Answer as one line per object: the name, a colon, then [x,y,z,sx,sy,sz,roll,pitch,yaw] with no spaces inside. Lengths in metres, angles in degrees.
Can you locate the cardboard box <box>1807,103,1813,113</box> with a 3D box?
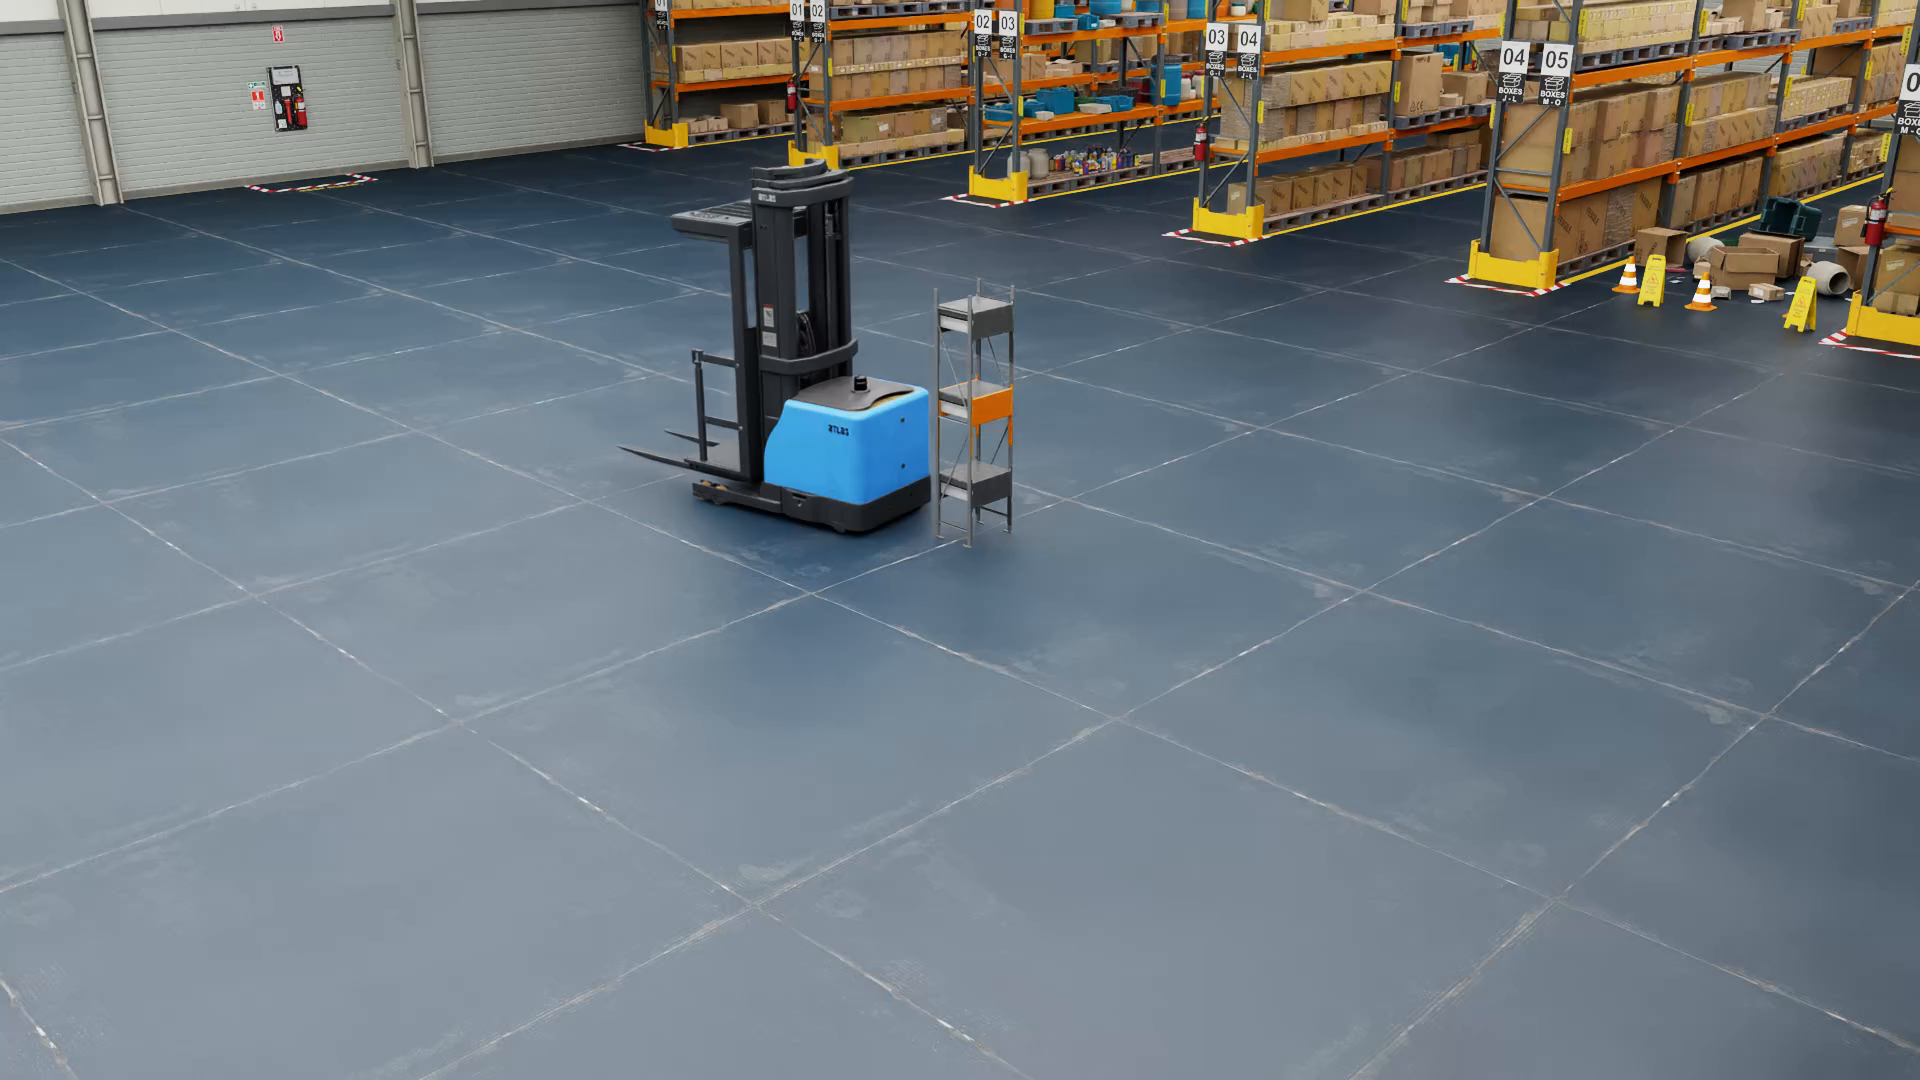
cardboard box: [14.655,-7.556,29.045,0.250,0.149,0.380,-20,29,-41]

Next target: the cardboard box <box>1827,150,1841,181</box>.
cardboard box: [15.729,-6.876,30.409,0.500,0.500,0.500,19,28,40]

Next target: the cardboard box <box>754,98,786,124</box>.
cardboard box: [-4.341,-9.792,37.967,0.500,0.500,0.500,17,27,37]

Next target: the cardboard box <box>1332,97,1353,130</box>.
cardboard box: [5.992,-7.123,27.598,0.875,0.500,0.500,19,28,41]

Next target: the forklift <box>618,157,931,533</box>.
forklift: [-1.750,-1.819,14.450,3.031,2.935,1.130,14,25,32]

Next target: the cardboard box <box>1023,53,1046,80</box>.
cardboard box: [1.537,-10.431,36.619,0.500,0.500,0.500,17,27,38]

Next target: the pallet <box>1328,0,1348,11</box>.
pallet: [7.767,-11.401,35.364,1.003,0.211,1.213,19,28,41]

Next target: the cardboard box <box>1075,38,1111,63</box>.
cardboard box: [3.055,-11.252,38.171,0.700,0.500,0.500,9,23,23]

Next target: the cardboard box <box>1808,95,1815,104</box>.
cardboard box: [14.653,-7.695,28.990,0.380,0.149,0.250,19,28,40]

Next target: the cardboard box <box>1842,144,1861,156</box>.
cardboard box: [16.688,-7.336,31.265,0.250,0.149,0.380,-18,28,-39]

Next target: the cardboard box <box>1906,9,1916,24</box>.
cardboard box: [17.664,-9.876,31.345,0.500,0.250,0.500,-19,28,-40]

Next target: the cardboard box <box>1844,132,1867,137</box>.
cardboard box: [17.759,-8.003,33.002,0.380,0.149,0.250,18,27,38]

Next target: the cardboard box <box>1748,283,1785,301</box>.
cardboard box: [10.777,-3.314,22.216,0.250,0.149,0.380,-6,22,-15]

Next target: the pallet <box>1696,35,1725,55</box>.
pallet: [11.088,-7.602,25.486,0.805,0.209,1.217,18,27,39]

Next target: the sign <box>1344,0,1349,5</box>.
sign: [6.601,-9.274,28.299,0.100,0.325,0.005,19,28,41]

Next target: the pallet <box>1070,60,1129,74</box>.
pallet: [3.119,-10.922,38.303,1.213,0.211,1.003,19,28,41]

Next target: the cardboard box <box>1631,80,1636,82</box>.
cardboard box: [13.930,-9.576,34.885,0.380,0.149,0.250,20,28,41]

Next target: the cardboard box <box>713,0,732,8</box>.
cardboard box: [-5.265,-11.745,35.830,0.500,0.500,0.500,-19,28,-40]

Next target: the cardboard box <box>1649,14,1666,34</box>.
cardboard box: [9.621,-7.306,23.519,0.500,0.250,0.500,19,28,40]

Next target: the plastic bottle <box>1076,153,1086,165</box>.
plastic bottle: [2.287,-7.193,31.517,0.152,0.276,0.135,19,28,41]

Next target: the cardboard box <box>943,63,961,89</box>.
cardboard box: [-0.399,-9.722,34.776,0.700,0.500,0.500,18,28,39]

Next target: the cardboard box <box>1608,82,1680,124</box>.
cardboard box: [10.202,-6.531,24.899,0.875,0.550,0.550,19,28,41]

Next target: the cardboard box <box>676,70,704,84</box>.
cardboard box: [-5.869,-9.987,35.786,0.500,0.250,0.500,18,28,39]

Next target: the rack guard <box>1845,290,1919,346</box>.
rack guard: [11.364,-2.655,20.013,1.175,0.500,0.348,19,28,41]

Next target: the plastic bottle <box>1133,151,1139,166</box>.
plastic bottle: [3.353,-7.282,31.739,0.133,0.283,0.061,-18,28,-39]

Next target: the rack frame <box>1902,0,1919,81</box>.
rack frame: [11.311,-6.603,18.437,1.000,3.000,0.127,19,28,41]

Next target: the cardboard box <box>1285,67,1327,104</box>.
cardboard box: [5.491,-7.264,26.571,0.500,0.500,0.500,19,28,41]

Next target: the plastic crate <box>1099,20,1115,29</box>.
plastic crate: [2.622,-9.314,30.039,0.243,0.136,0.396,19,28,41]

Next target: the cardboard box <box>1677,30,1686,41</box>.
cardboard box: [10.283,-7.331,24.137,0.250,0.149,0.380,-20,28,-41]

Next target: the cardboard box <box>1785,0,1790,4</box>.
cardboard box: [14.253,-9.381,28.639,0.396,0.266,0.258,19,28,41]

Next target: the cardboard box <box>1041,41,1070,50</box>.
cardboard box: [2.325,-13.362,43.967,0.700,0.700,0.980,-20,28,-41]

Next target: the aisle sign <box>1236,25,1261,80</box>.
aisle sign: [4.382,-7.405,25.263,0.394,0.787,0.004,19,28,41]

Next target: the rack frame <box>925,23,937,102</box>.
rack frame: [-0.856,-12.058,40.993,1.000,3.000,0.127,19,28,41]

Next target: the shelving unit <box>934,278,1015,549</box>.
shelving unit: [0.115,-1.023,13.536,0.431,2.100,0.503,19,28,41]

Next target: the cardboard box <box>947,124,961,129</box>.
cardboard box: [-0.013,-8.883,35.979,0.500,0.250,0.500,19,28,40]

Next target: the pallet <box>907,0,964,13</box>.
pallet: [-0.671,-10.924,33.985,1.003,0.211,1.213,19,28,41]

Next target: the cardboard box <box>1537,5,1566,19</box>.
cardboard box: [8.040,-7.214,22.723,0.250,0.149,0.380,-20,28,-41]

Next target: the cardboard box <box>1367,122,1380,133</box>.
cardboard box: [6.880,-7.003,28.191,0.380,0.149,0.250,19,28,41]

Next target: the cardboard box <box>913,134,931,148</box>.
cardboard box: [-0.955,-8.272,34.388,0.500,0.250,0.500,19,28,41]

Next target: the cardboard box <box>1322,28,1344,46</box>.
cardboard box: [5.795,-8.068,26.638,0.500,0.250,0.500,-19,28,-40]

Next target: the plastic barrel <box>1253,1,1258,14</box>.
plastic barrel: [6.107,-10.830,33.833,0.294,0.245,0.294,0,21,0]

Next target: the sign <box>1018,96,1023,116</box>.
sign: [1.053,-7.513,28.781,0.100,0.325,0.005,19,28,41]

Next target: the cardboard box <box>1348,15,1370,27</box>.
cardboard box: [6.442,-8.462,27.109,0.380,0.149,0.250,18,28,39]

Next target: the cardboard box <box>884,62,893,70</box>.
cardboard box: [-1.560,-9.491,33.270,0.380,0.149,0.250,19,28,40]

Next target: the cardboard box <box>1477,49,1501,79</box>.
cardboard box: [10.313,-9.038,31.597,0.637,0.503,0.797,-19,28,-40]

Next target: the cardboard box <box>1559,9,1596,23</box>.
cardboard box: [8.155,-6.919,21.956,0.380,0.149,0.250,20,28,41]

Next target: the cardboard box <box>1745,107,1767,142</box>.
cardboard box: [12.804,-6.808,27.193,0.500,0.500,0.500,19,28,41]

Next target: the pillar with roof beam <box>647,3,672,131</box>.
pillar with roof beam: [-3.483,-12.121,32.795,9.100,9.000,0.400,19,28,41]

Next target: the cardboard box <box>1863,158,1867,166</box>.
cardboard box: [17.175,-7.279,31.948,0.380,0.149,0.250,18,27,38]

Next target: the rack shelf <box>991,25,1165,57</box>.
rack shelf: [2.057,-9.101,30.120,1.077,0.370,4.000,19,28,41]

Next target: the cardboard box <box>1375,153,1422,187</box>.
cardboard box: [7.791,-6.620,29.715,0.700,0.500,0.500,19,28,40]

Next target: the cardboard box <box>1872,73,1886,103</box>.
cardboard box: [16.931,-8.479,31.126,0.500,0.500,0.500,19,28,41]

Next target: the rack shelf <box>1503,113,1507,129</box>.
rack shelf: [11.186,-8.517,32.783,1.077,0.370,4.000,19,28,41]

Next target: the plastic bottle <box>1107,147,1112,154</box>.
plastic bottle: [2.916,-7.510,32.350,0.097,0.271,0.097,0,21,0]
